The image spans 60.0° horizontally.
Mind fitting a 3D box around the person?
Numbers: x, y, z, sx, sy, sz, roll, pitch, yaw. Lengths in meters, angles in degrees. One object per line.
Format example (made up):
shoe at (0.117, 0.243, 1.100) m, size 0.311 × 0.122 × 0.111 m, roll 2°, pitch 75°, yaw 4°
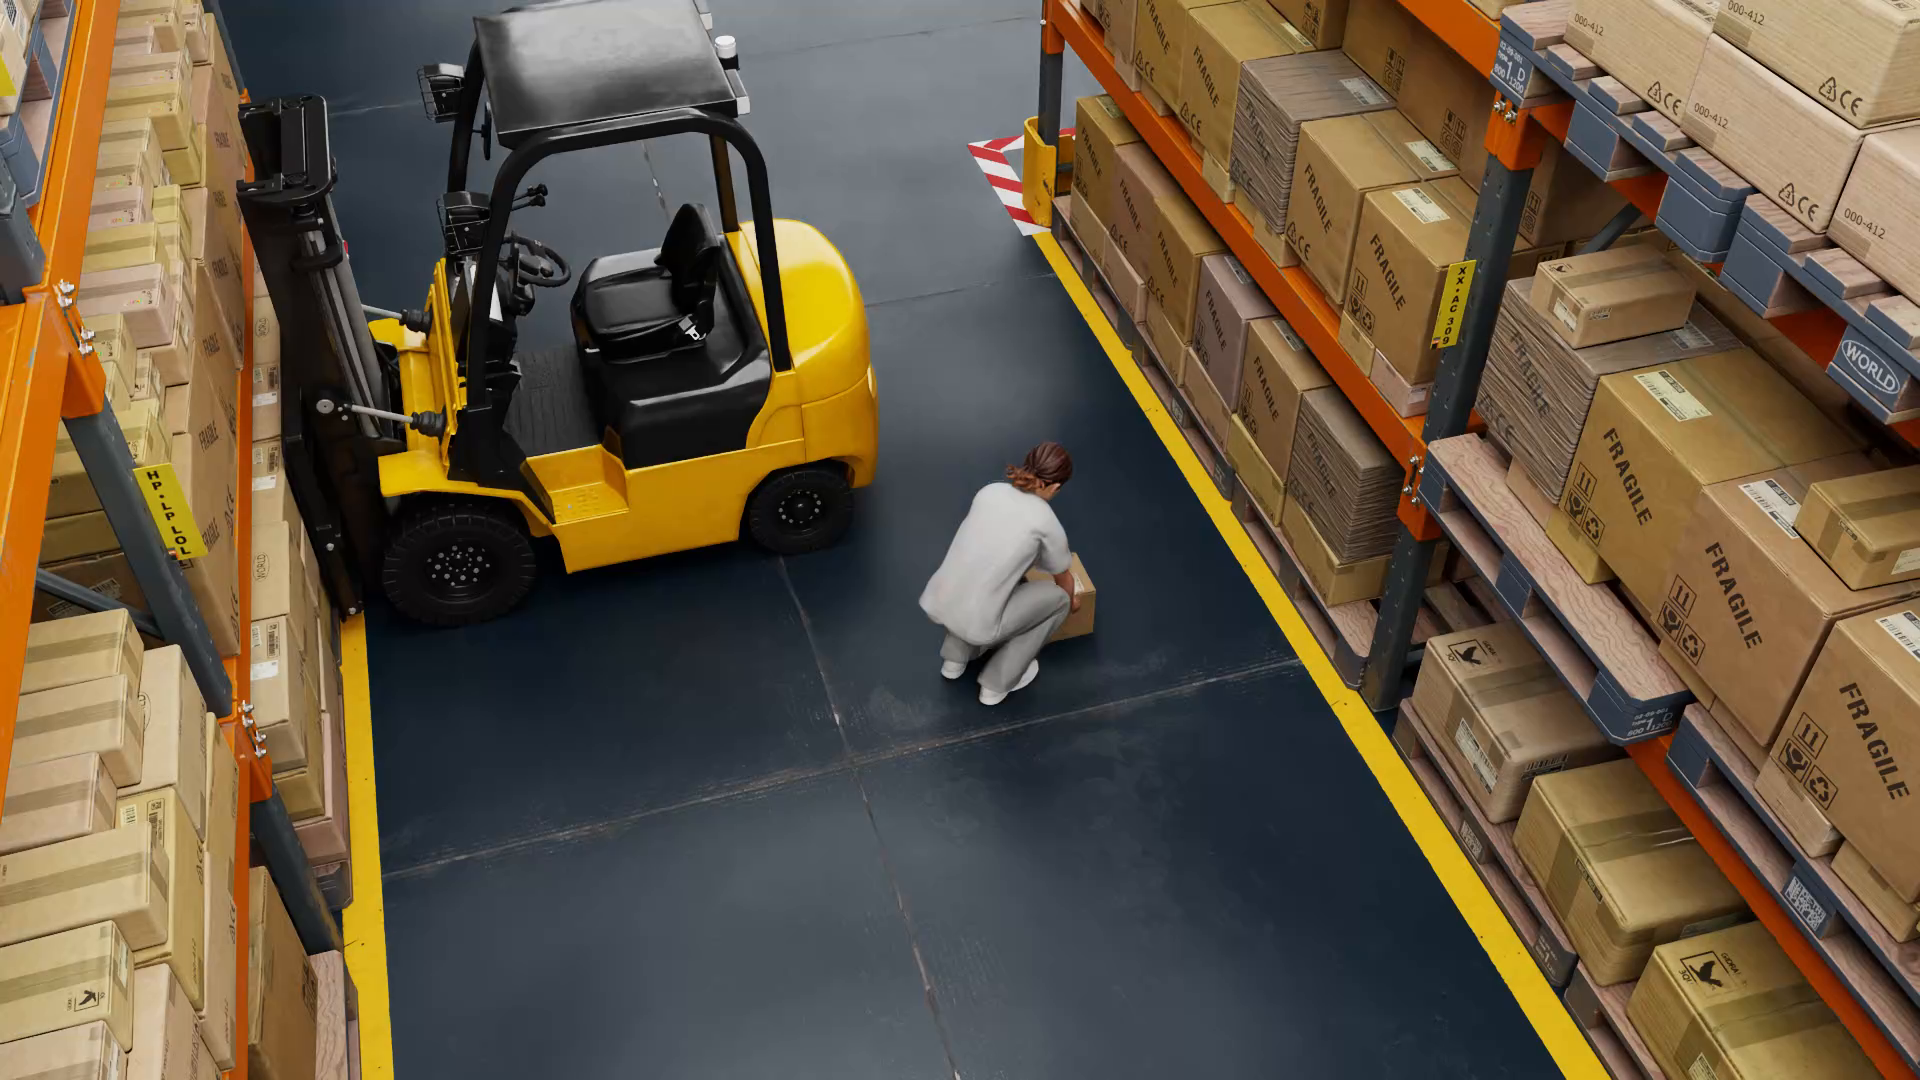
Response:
person at (0.175, 0.138, 6.578) m, size 0.481 × 0.913 × 0.795 m, roll 32°, pitch 51°, yaw 30°
